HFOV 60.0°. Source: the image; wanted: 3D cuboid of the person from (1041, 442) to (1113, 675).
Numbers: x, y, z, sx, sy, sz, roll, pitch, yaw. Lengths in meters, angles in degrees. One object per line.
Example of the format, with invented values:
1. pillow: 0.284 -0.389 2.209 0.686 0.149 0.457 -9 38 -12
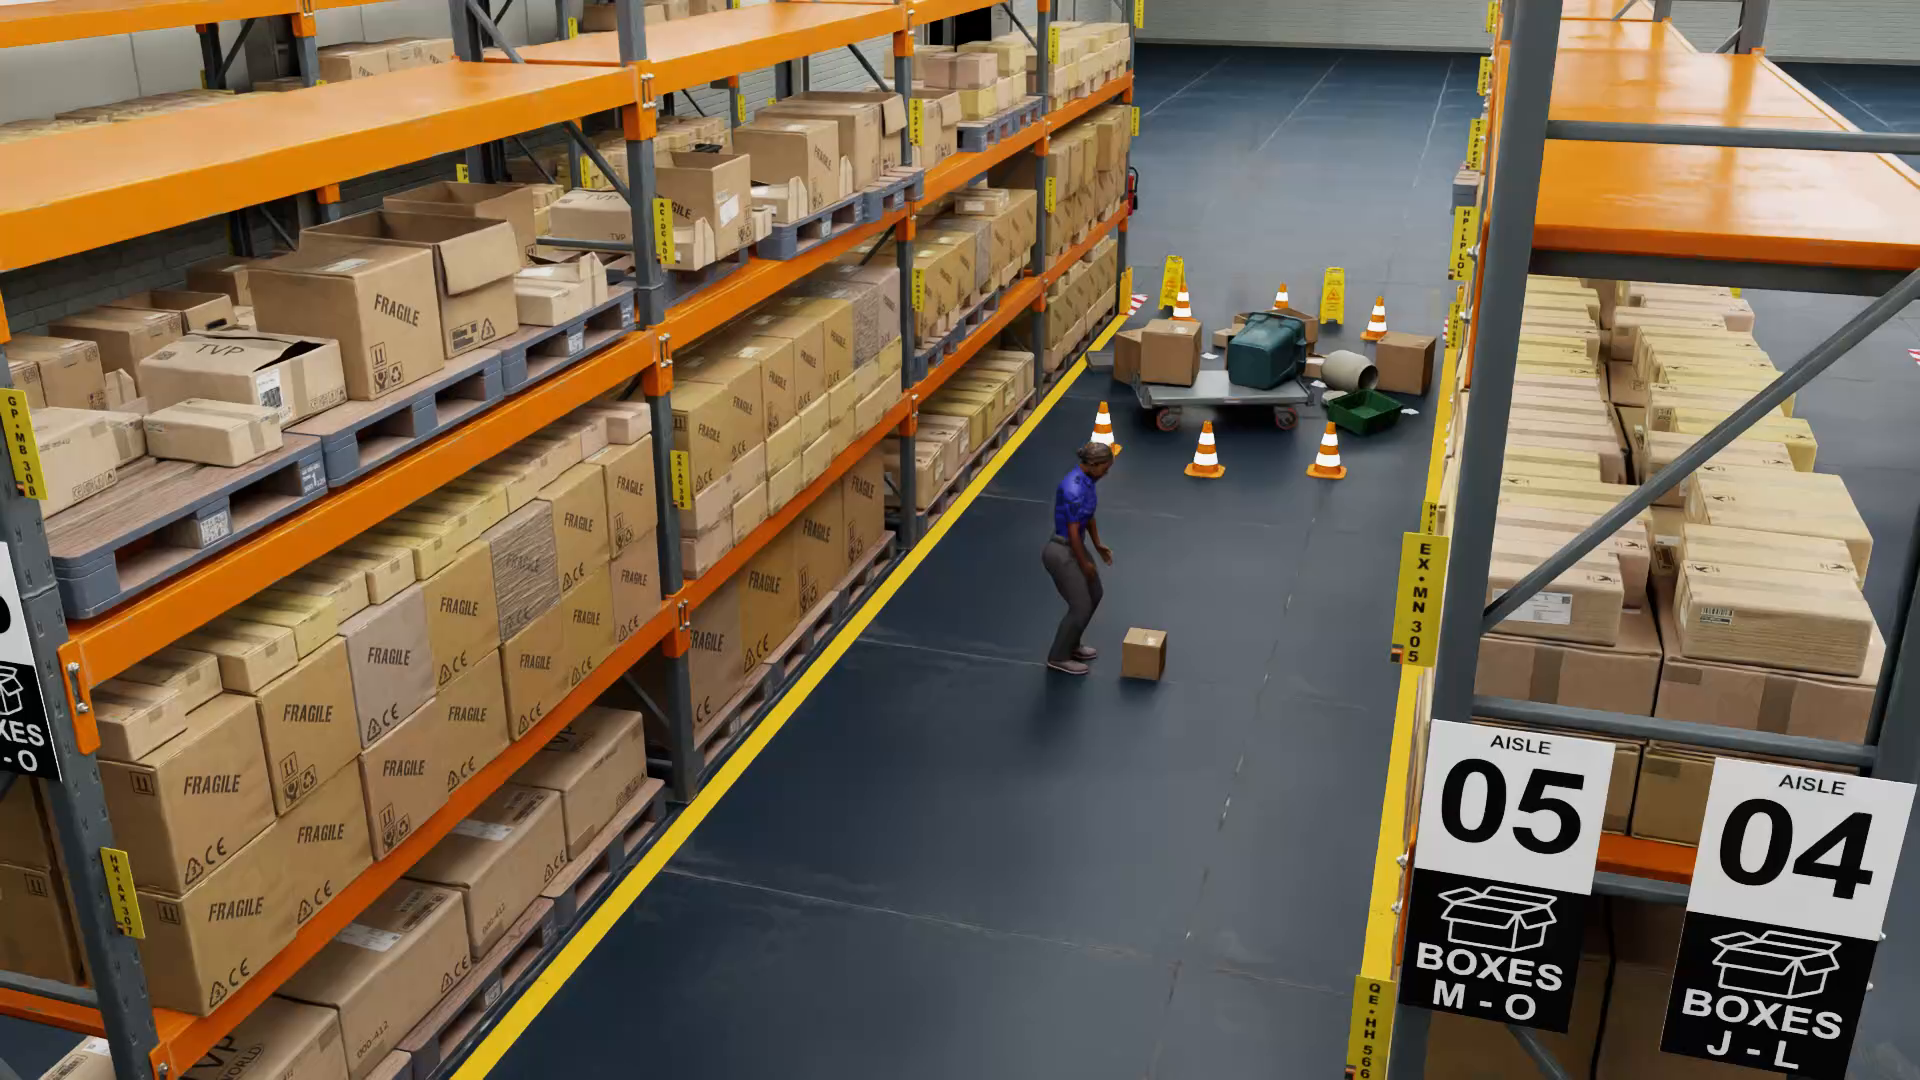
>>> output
1. person: 0.778 0.093 10.997 0.430 1.575 0.469 7 23 17
